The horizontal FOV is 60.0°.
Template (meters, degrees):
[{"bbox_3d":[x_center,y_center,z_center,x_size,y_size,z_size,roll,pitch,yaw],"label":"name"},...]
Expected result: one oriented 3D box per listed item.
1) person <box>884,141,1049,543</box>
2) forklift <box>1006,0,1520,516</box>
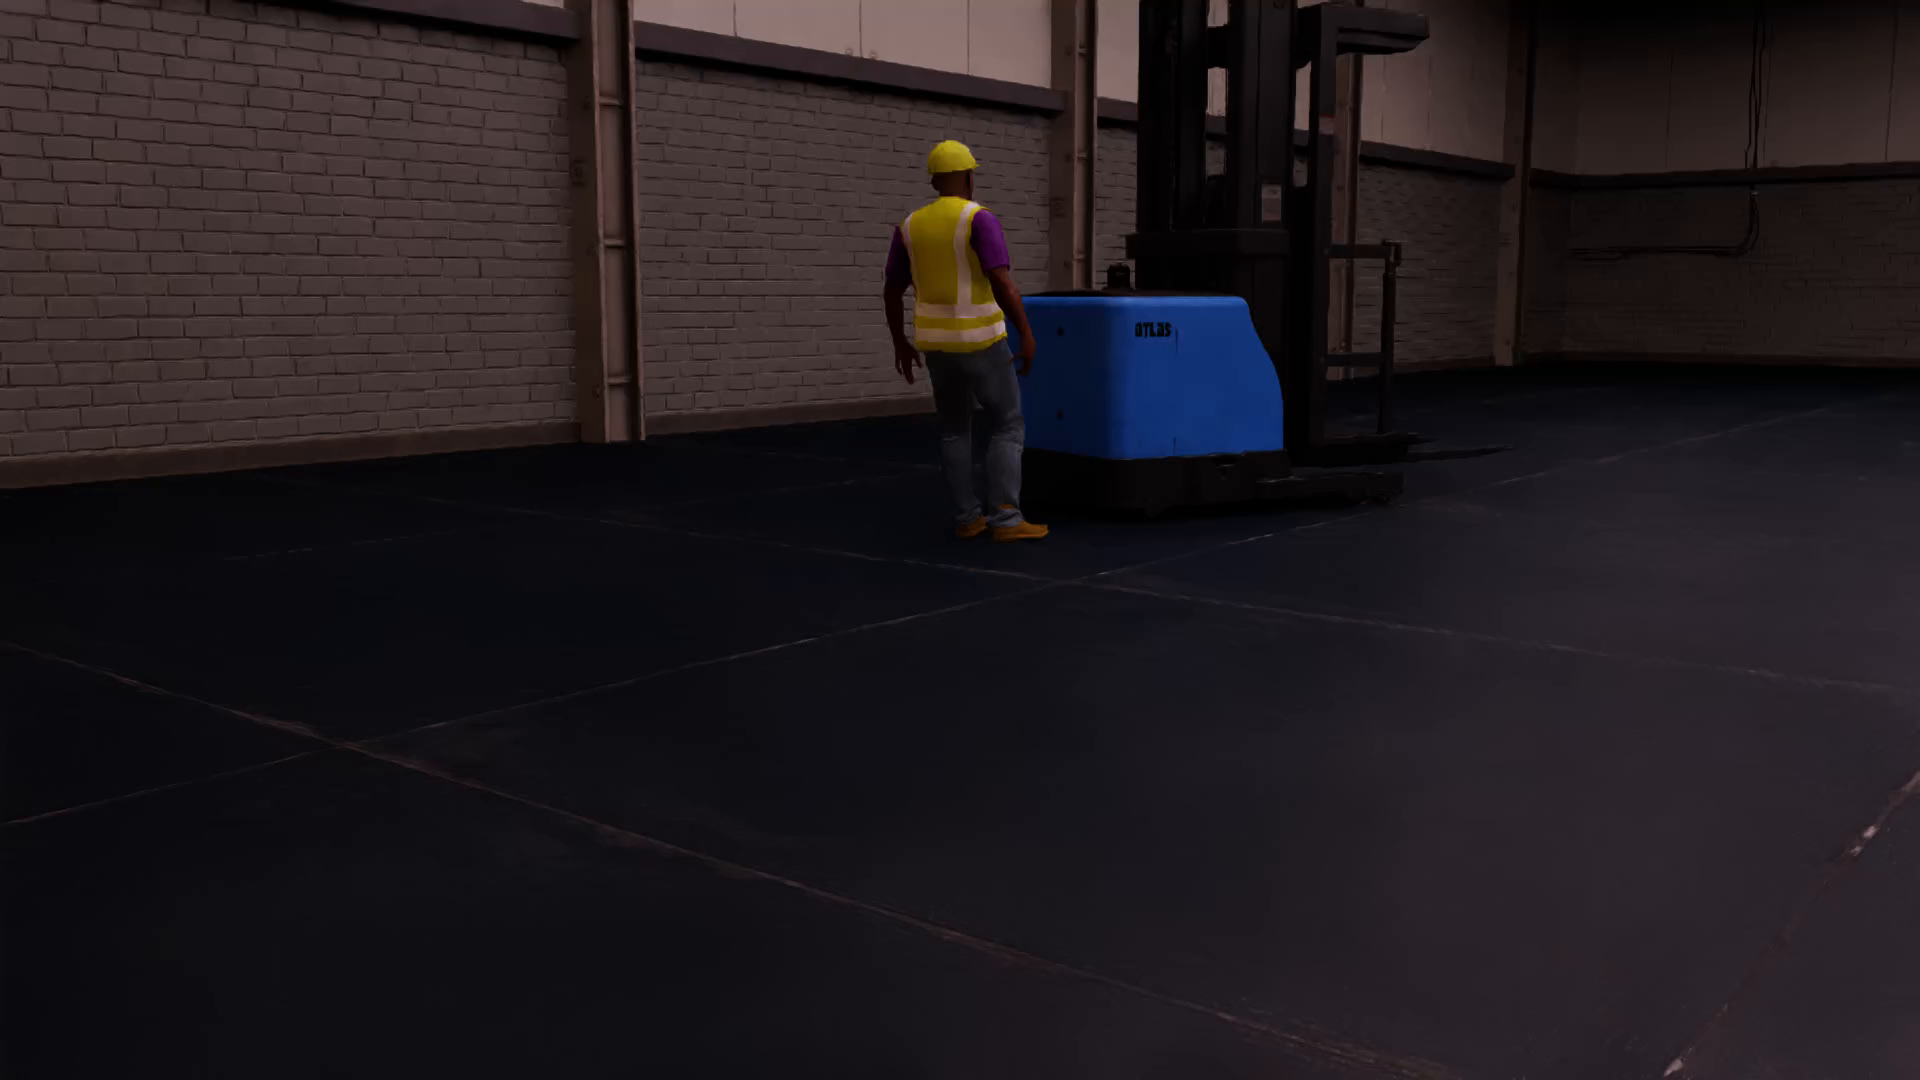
[{"bbox_3d":[0.047,-0.876,7.390,0.716,1.753,0.511,6,10,35],"label":"person"},{"bbox_3d":[1.752,-1.697,8.880,3.031,2.935,1.130,-5,10,-31],"label":"forklift"}]
